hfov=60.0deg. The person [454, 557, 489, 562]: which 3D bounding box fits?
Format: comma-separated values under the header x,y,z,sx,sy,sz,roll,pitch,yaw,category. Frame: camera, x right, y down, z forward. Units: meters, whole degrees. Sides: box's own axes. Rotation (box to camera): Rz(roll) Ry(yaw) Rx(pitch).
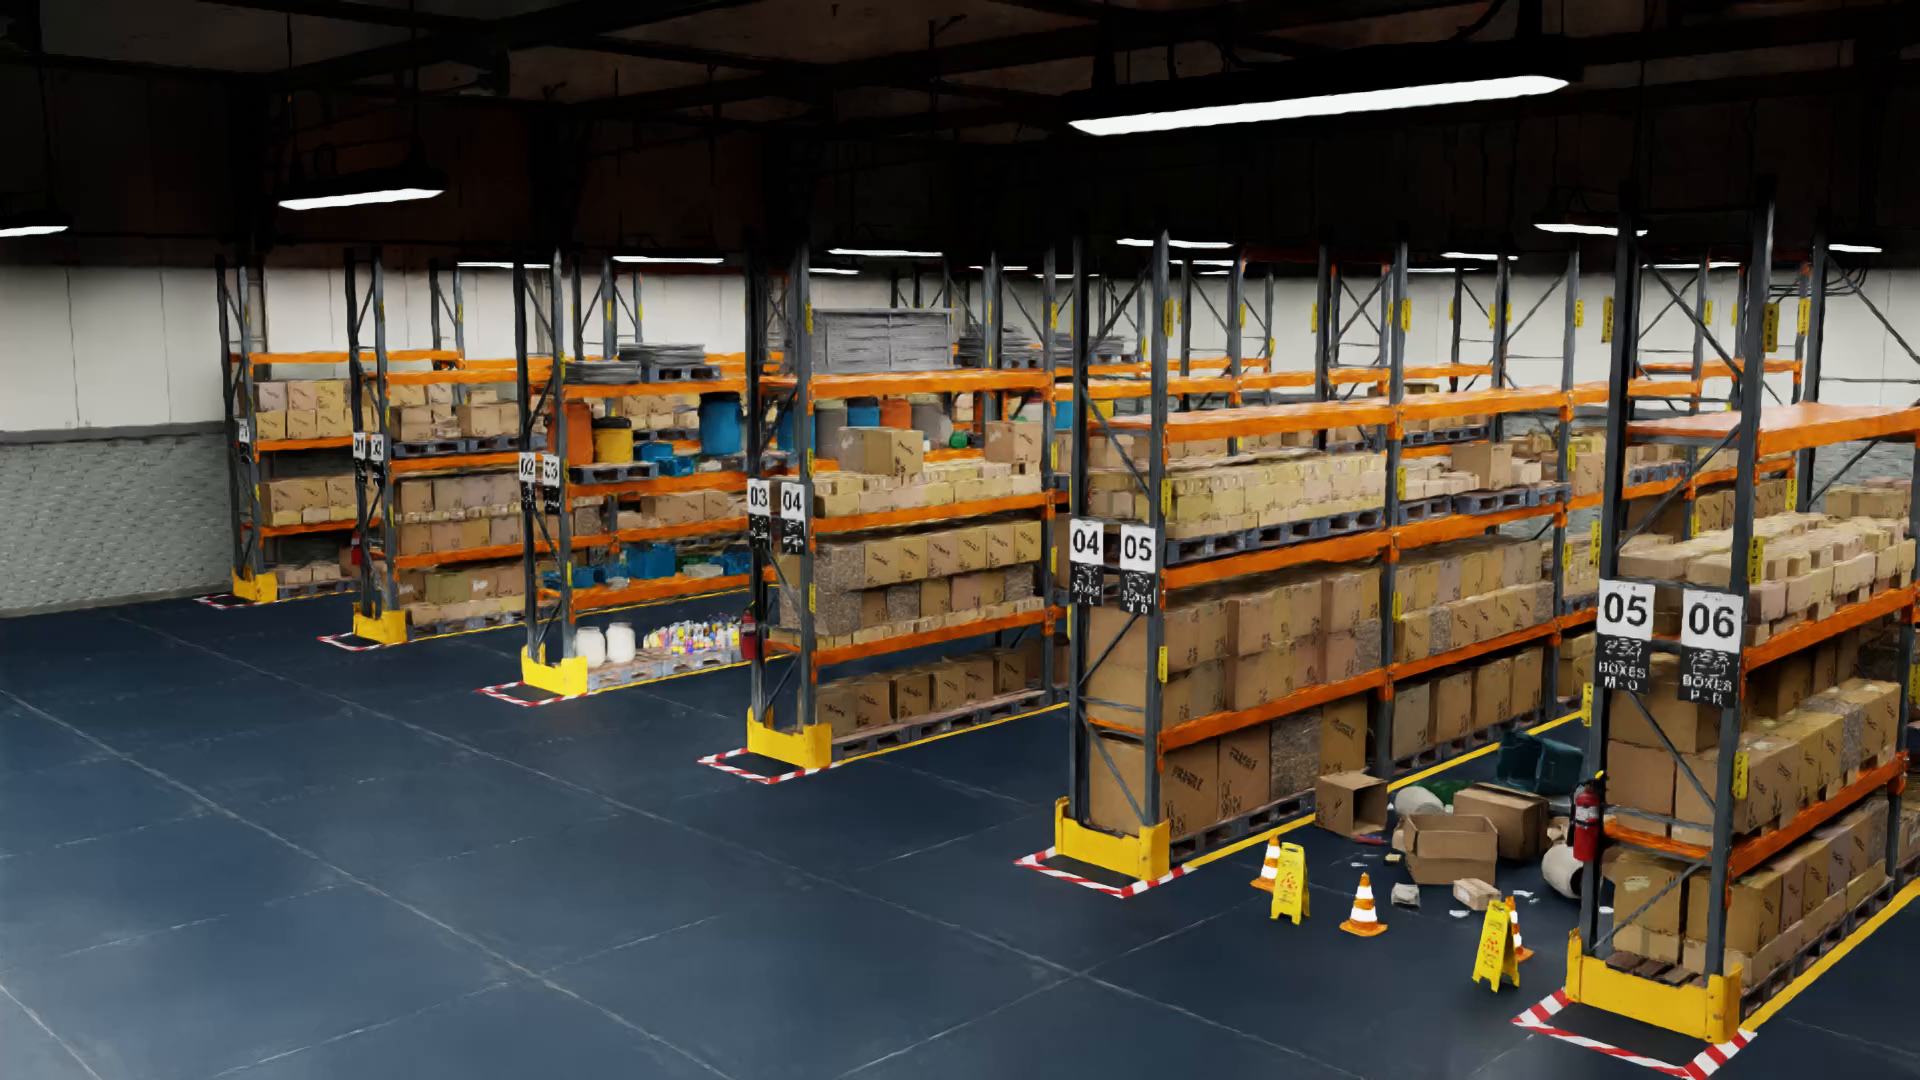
x,y,z,sx,sy,sz,roll,pitch,yaw,category
-8.474,0.232,28.742,0.626,1.718,0.576,-2,8,-12,person
